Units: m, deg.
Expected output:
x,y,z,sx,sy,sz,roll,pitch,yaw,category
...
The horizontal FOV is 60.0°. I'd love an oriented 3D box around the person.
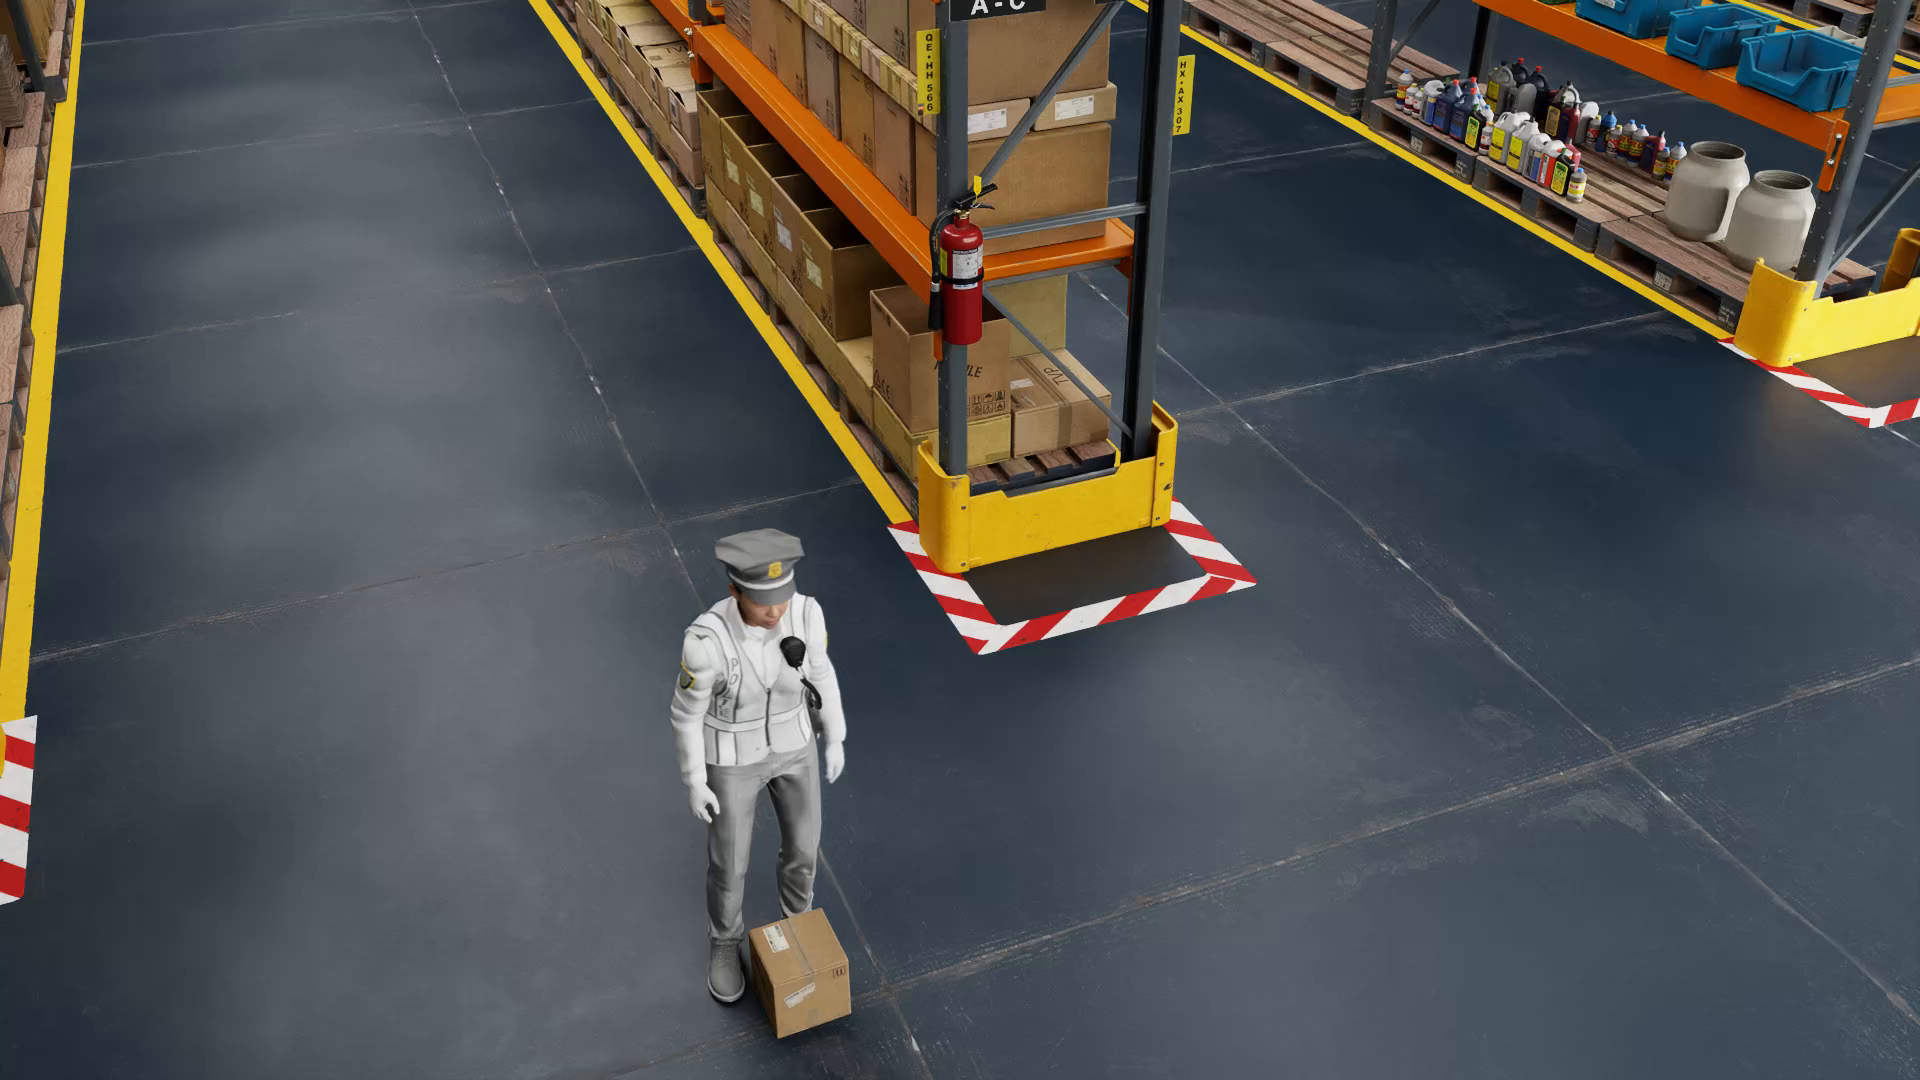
x,y,z,sx,sy,sz,roll,pitch,yaw,category
-0.606,0.674,5.123,0.547,1.666,0.371,-15,37,-21,person
